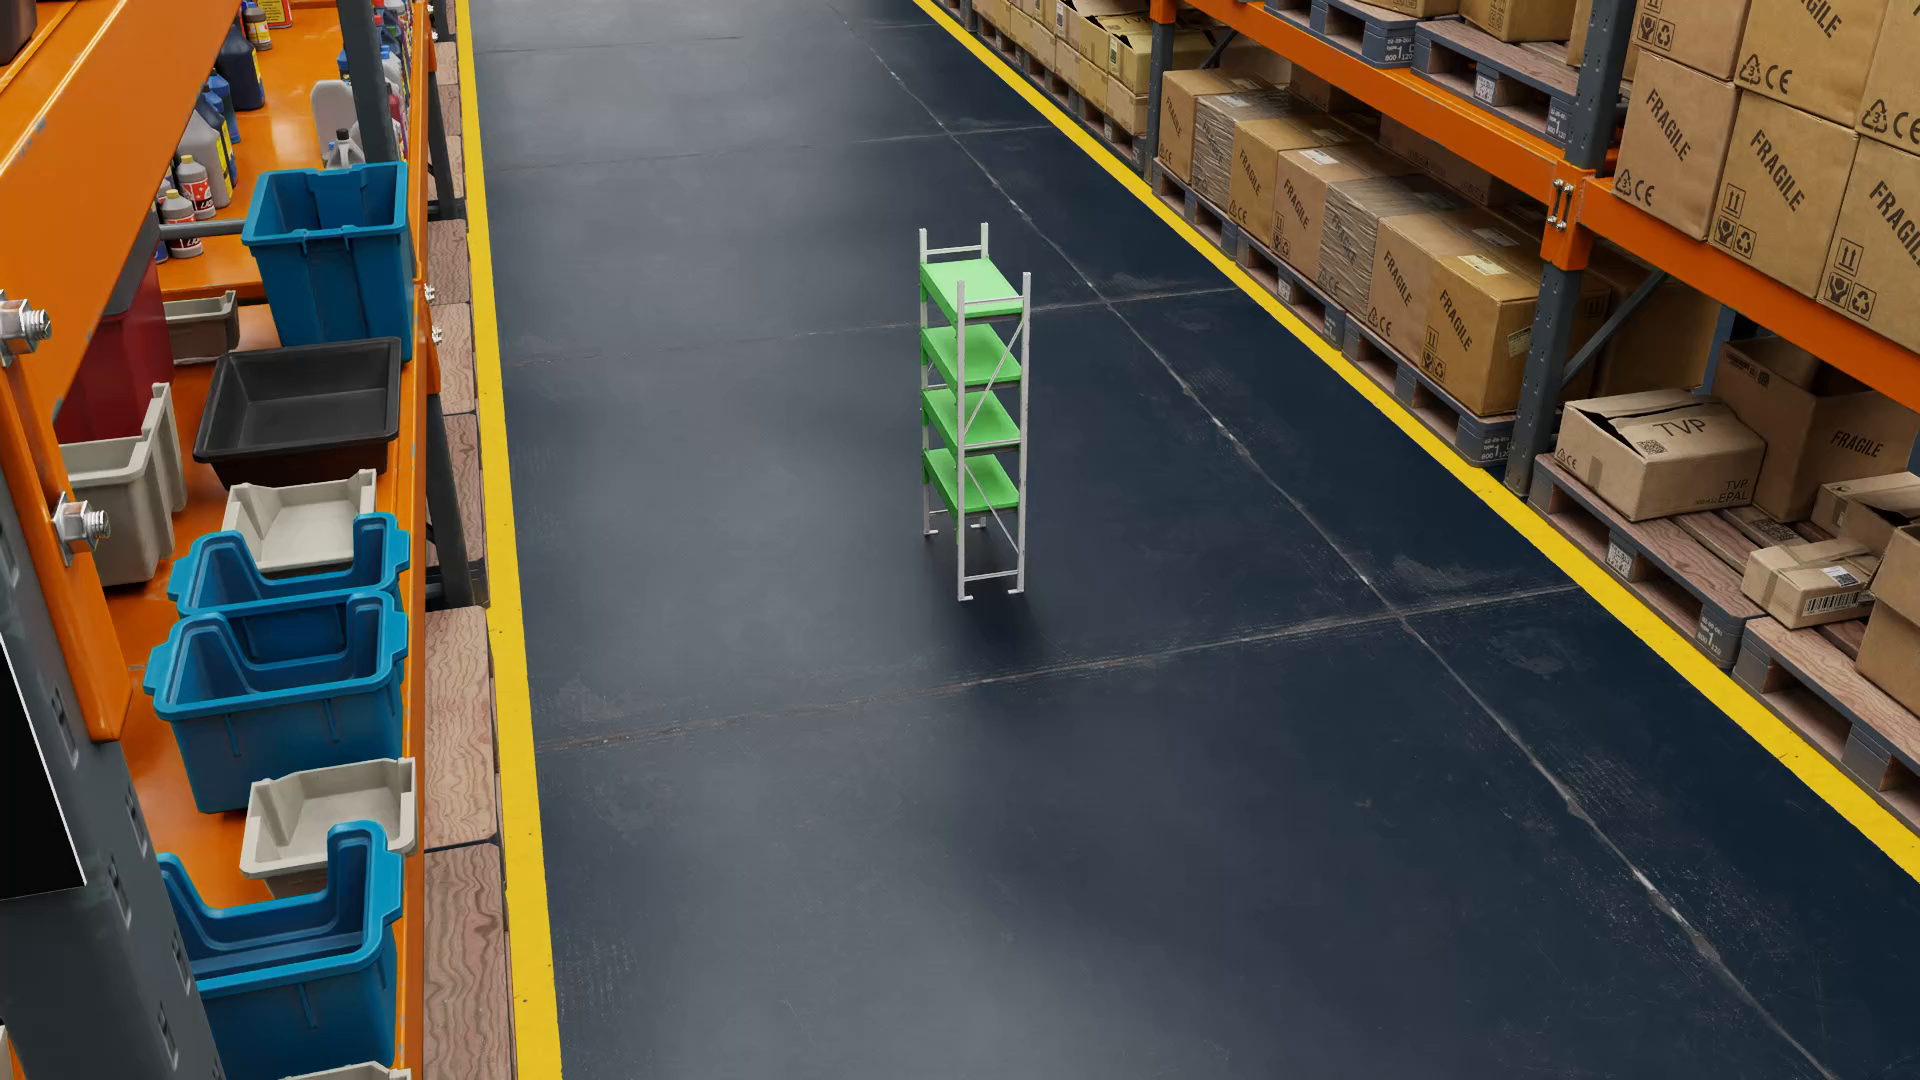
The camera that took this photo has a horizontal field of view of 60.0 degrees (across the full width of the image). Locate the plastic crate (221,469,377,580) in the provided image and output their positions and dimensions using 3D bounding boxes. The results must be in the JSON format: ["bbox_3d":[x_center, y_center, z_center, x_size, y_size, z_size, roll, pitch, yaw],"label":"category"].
[{"bbox_3d":[-1.365,-0.007,3.471,0.293,0.136,0.466,-8,31,-13],"label":"plastic crate"}]

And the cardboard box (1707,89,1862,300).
[{"bbox_3d":[2.671,-1.067,4.999,0.500,0.500,0.500,-7,31,-12],"label":"cardboard box"}]

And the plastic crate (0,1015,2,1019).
[{"bbox_3d":[-1.509,0.612,2.401,0.396,0.136,0.243,-8,31,-13],"label":"plastic crate"}]

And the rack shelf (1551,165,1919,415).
[{"bbox_3d":[3.191,-0.276,4.450,1.077,0.370,4.000,-8,31,-13],"label":"rack shelf"}]

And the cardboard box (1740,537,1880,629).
[{"bbox_3d":[2.802,0.131,5.419,0.380,0.166,0.250,-8,31,-13],"label":"cardboard box"}]

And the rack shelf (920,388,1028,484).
[{"bbox_3d":[0.044,-0.384,5.843,0.258,0.148,0.480,-8,31,-13],"label":"rack shelf"}]

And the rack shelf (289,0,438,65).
[{"bbox_3d":[-3.710,-3.483,9.991,1.077,0.370,4.000,-8,31,-13],"label":"rack shelf"}]

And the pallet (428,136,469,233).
[{"bbox_3d":[-3.347,-2.000,9.495,1.003,0.211,1.213,-8,31,-13],"label":"pallet"}]

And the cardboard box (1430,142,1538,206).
[{"bbox_3d":[2.501,-1.735,7.561,0.500,0.250,0.500,-8,31,-13],"label":"cardboard box"}]

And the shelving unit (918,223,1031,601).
[{"bbox_3d":[0.044,-0.439,5.811,0.258,1.200,0.503,-8,31,-13],"label":"shelving unit"}]

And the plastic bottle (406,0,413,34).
[{"bbox_3d":[-2.586,-2.434,7.659,0.097,0.201,0.097,0,30,0],"label":"plastic bottle"}]

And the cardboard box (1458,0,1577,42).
[{"bbox_3d":[2.506,-2.360,6.814,0.700,0.500,0.500,-3,30,-5],"label":"cardboard box"}]

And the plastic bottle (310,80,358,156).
[{"bbox_3d":[-2.265,-1.544,6.046,0.152,0.276,0.135,-8,31,-13],"label":"plastic bottle"}]

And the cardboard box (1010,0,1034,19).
[{"bbox_3d":[0.672,-3.926,11.805,0.500,0.311,0.500,-9,31,-15],"label":"cardboard box"}]

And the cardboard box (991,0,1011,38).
[{"bbox_3d":[0.539,-3.934,12.377,0.500,0.250,0.500,-7,31,-12],"label":"cardboard box"}]

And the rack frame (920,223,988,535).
[{"bbox_3d":[-0.021,-0.557,6.015,0.240,1.200,0.015,-8,31,-13],"label":"rack frame"}]

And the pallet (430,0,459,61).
[{"bbox_3d":[-4.378,-3.883,12.748,1.003,0.211,1.213,-8,31,-13],"label":"pallet"}]

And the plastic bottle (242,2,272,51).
[{"bbox_3d":[-3.137,-2.292,7.414,0.097,0.201,0.097,0,30,0],"label":"plastic bottle"}]

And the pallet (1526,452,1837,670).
[{"bbox_3d":[2.841,-0.014,6.064,1.003,0.211,1.213,-8,31,-13],"label":"pallet"}]

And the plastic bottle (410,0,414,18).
[{"bbox_3d":[-2.660,-2.639,7.931,0.061,0.283,0.133,-8,31,-13],"label":"plastic bottle"}]

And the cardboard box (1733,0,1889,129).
[{"bbox_3d":[2.651,-1.515,4.775,0.500,0.500,0.500,-9,31,-15],"label":"cardboard box"}]

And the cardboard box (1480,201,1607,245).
[{"bbox_3d":[2.614,-1.184,7.357,0.500,0.500,0.500,-7,31,-13],"label":"cardboard box"}]

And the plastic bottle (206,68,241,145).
[{"bbox_3d":[-2.746,-1.610,6.166,0.097,0.271,0.097,0,30,0],"label":"plastic bottle"}]

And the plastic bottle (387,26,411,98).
[{"bbox_3d":[-2.272,-1.933,6.712,0.061,0.283,0.133,-8,31,-13],"label":"plastic bottle"}]

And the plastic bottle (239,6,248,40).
[{"bbox_3d":[-3.253,-2.299,7.351,0.152,0.276,0.135,-8,31,-13],"label":"plastic bottle"}]

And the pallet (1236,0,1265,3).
[{"bbox_3d":[1.846,-3.084,8.775,1.213,0.211,1.003,-8,31,-13],"label":"pallet"}]

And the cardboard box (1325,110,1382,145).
[{"bbox_3d":[2.210,-1.923,8.634,0.500,0.500,0.500,-9,31,-15],"label":"cardboard box"}]

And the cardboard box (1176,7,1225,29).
[{"bbox_3d":[1.595,-3.264,10.660,0.500,0.311,0.500,-9,31,-15],"label":"cardboard box"}]

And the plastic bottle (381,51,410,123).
[{"bbox_3d":[-2.184,-1.733,6.379,0.097,0.271,0.097,0,30,0],"label":"plastic bottle"}]

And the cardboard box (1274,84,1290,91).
[{"bbox_3d":[1.742,-2.768,10.364,0.500,0.250,0.500,-8,31,-13],"label":"cardboard box"}]

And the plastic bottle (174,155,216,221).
[{"bbox_3d":[-2.515,-1.159,5.457,0.097,0.201,0.097,0,30,0],"label":"plastic bottle"}]

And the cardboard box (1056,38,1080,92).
[{"bbox_3d":[0.952,-3.190,11.092,0.500,0.250,0.500,-7,31,-12],"label":"cardboard box"}]

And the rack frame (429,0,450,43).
[{"bbox_3d":[-4.240,-4.760,11.479,1.000,3.000,0.127,-8,31,-13],"label":"rack frame"}]

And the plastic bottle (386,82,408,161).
[{"bbox_3d":[-2.039,-1.508,5.978,0.061,0.283,0.133,-8,31,-13],"label":"plastic bottle"}]

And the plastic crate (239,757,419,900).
[{"bbox_3d":[-0.989,0.467,2.651,0.250,0.136,0.298,-8,31,-13],"label":"plastic crate"}]

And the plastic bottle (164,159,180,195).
[{"bbox_3d":[-2.630,-1.166,5.394,0.152,0.276,0.135,-8,31,-13],"label":"plastic bottle"}]

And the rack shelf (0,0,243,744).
[{"bbox_3d":[-1.586,-0.917,2.564,1.077,0.370,4.000,-8,31,-13],"label":"rack shelf"}]

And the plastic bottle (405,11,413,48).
[{"bbox_3d":[-2.508,-2.293,7.415,0.097,0.201,0.097,0,30,0],"label":"plastic bottle"}]

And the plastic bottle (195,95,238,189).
[{"bbox_3d":[-2.587,-1.384,5.695,0.144,0.351,0.185,-8,31,-13],"label":"plastic bottle"}]

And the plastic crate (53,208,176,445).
[{"bbox_3d":[-2.122,-0.485,3.970,0.402,0.464,0.583,-8,31,-13],"label":"plastic crate"}]

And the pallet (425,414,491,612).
[{"bbox_3d":[-2.282,-0.067,6.156,1.003,0.211,1.213,-8,31,-13],"label":"pallet"}]

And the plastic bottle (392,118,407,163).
[{"bbox_3d":[-2.026,-1.415,5.898,0.097,0.201,0.097,0,30,0],"label":"plastic bottle"}]

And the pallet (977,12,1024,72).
[{"bbox_3d":[0.769,-3.859,12.707,1.003,0.211,1.213,-8,31,-13],"label":"pallet"}]

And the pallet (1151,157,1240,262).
[{"bbox_3d":[1.760,-1.912,9.343,1.003,0.211,1.213,-8,31,-13],"label":"pallet"}]

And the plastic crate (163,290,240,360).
[{"bbox_3d":[-2.131,-0.564,4.434,0.396,0.136,0.243,-8,31,-13],"label":"plastic crate"}]

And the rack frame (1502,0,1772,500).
[{"bbox_3d":[2.660,-1.553,5.939,1.000,3.000,0.127,-8,31,-13],"label":"rack frame"}]

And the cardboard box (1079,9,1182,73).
[{"bbox_3d":[1.077,-3.190,10.532,0.500,0.311,0.500,-8,31,-14],"label":"cardboard box"}]

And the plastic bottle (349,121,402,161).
[{"bbox_3d":[-1.970,-1.293,5.614,0.152,0.276,0.135,-8,31,-13],"label":"plastic bottle"}]

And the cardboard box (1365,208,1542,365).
[{"bbox_3d":[2.129,-1.102,7.215,0.500,0.500,0.500,-8,31,-13],"label":"cardboard box"}]

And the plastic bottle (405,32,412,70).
[{"bbox_3d":[-2.405,-2.105,7.090,0.097,0.201,0.097,0,30,0],"label":"plastic bottle"}]

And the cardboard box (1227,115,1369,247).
[{"bbox_3d":[1.716,-1.840,8.492,0.500,0.500,0.500,-8,31,-14],"label":"cardboard box"}]

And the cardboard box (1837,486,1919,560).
[{"bbox_3d":[3.283,0.020,5.466,0.500,0.311,0.500,-8,31,-13],"label":"cardboard box"}]
